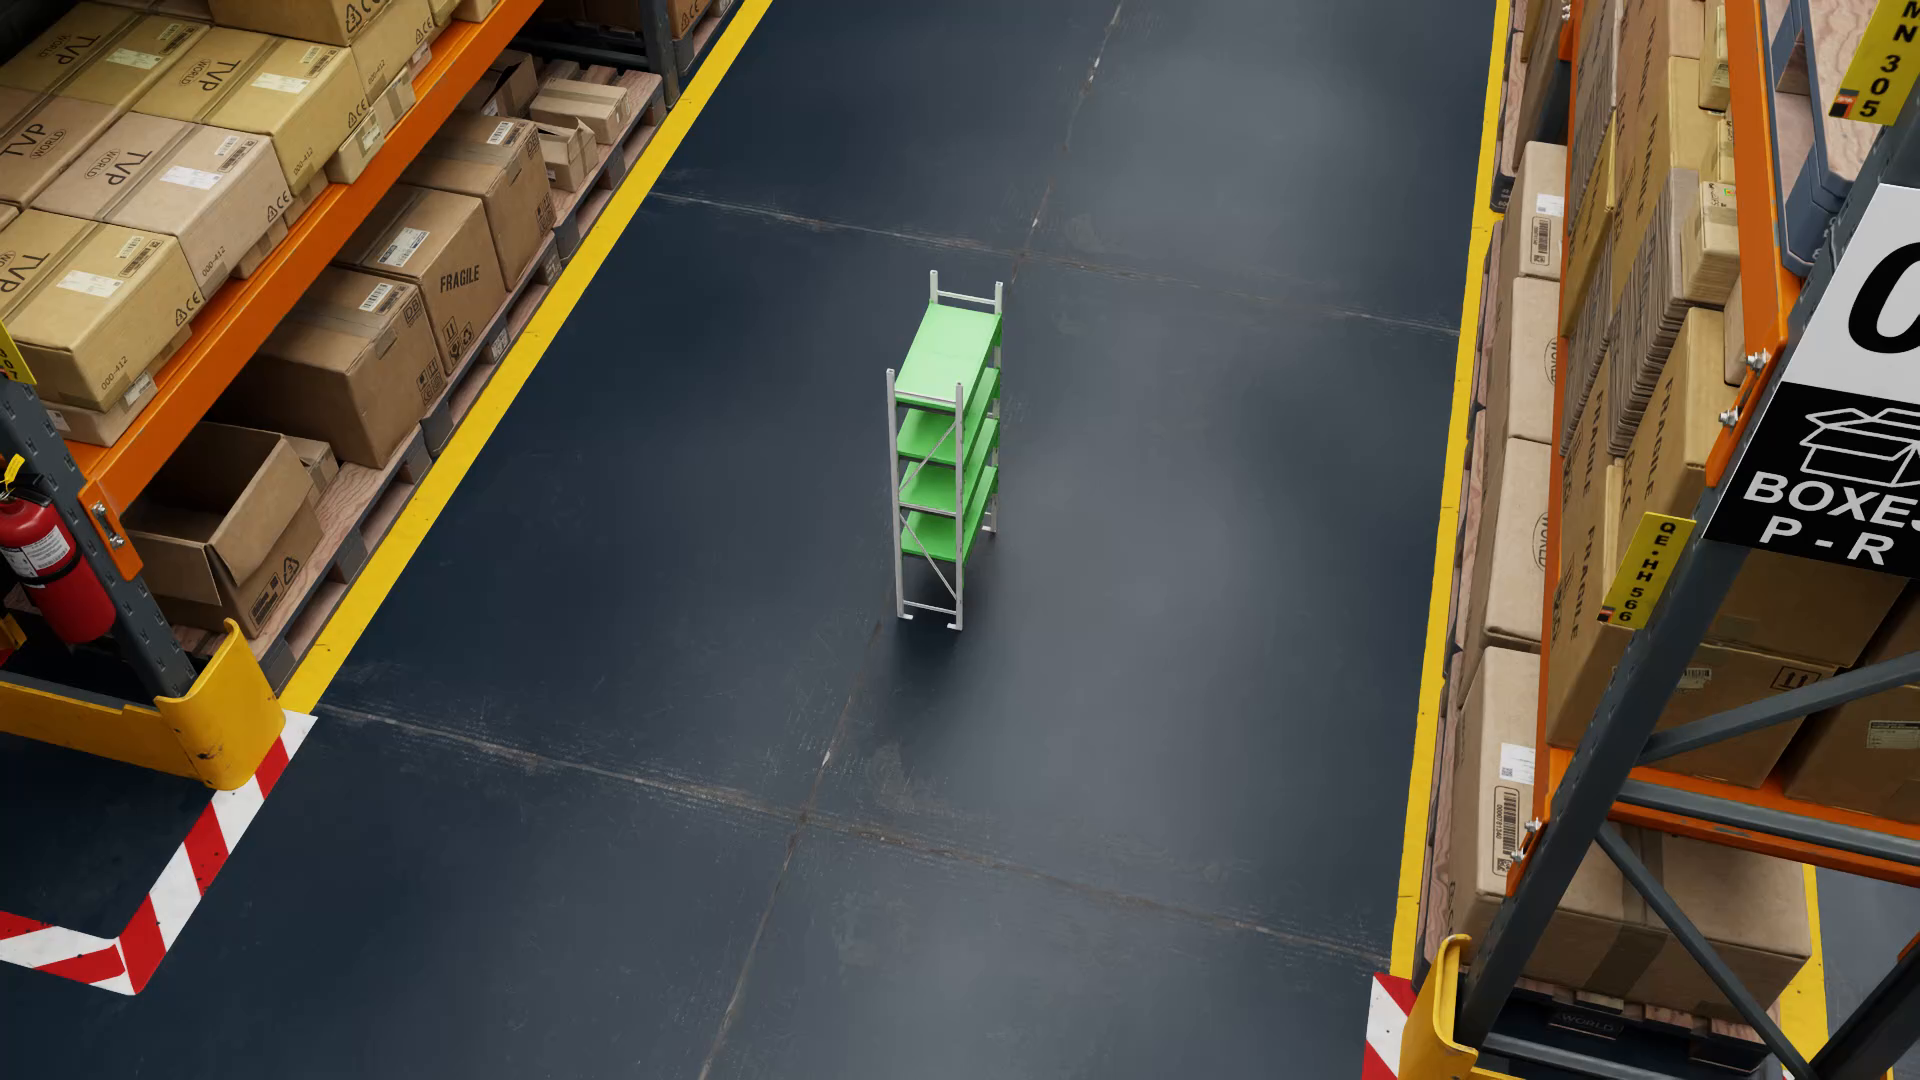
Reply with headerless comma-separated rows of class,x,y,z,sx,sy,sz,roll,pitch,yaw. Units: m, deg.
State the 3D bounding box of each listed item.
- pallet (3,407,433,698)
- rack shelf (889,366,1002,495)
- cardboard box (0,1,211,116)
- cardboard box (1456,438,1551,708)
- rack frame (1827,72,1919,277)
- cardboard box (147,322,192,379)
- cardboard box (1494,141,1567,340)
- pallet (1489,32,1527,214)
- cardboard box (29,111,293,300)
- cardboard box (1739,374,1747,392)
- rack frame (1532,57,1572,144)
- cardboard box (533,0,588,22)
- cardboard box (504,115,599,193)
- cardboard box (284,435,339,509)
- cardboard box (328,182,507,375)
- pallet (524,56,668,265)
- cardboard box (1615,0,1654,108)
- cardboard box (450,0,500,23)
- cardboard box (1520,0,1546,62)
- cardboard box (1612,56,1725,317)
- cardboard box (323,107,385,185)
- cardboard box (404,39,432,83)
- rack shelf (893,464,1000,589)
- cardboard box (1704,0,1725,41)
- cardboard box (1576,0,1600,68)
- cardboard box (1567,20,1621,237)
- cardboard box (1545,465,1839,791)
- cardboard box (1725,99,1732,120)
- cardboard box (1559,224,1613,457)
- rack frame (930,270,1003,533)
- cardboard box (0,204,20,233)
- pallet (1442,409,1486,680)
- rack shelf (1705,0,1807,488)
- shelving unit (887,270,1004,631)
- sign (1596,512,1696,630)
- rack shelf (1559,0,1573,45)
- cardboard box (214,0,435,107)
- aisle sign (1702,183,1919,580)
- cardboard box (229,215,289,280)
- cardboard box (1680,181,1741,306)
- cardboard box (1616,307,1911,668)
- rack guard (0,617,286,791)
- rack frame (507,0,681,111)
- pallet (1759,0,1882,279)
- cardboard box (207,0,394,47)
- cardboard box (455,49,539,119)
pallet,-2.695,-0.042,6.147,1.003,0.211,1.213,12,50,10
rack shelf,-0.044,-0.394,5.562,0.258,0.148,0.480,12,50,10
cardboard box,-2.787,-1.497,5.472,0.500,0.250,0.500,13,50,11
cardboard box,2.176,0.192,5.509,0.875,0.438,0.875,13,50,11
rack frame,1.866,-1.342,1.432,1.000,3.000,0.127,12,50,10
cardboard box,-2.550,-0.627,4.970,0.380,0.149,0.250,13,50,11
cardboard box,2.650,-1.108,6.656,0.875,0.438,0.875,11,49,9
pallet,3.049,-1.900,7.786,1.003,0.211,1.213,12,50,10
cardboard box,-2.412,-1.022,5.053,0.500,0.250,0.500,12,50,10
cardboard box,1.767,-0.234,3.290,0.380,0.149,0.250,12,50,11
rack frame,2.918,-2.250,6.235,1.000,3.000,0.127,12,50,10
cardboard box,-2.027,-2.952,8.242,0.500,0.500,0.500,11,50,10
cardboard box,-1.828,-1.742,7.330,0.396,0.266,0.258,13,50,11
cardboard box,-2.522,-0.252,6.093,0.380,0.149,0.250,10,49,9
cardboard box,-2.173,-1.042,6.556,0.500,0.500,0.500,12,50,11
pallet,-2.053,-1.807,7.704,1.003,0.211,1.213,12,50,10
cardboard box,2.275,-1.585,4.914,0.500,0.500,0.500,12,50,11
cardboard box,-1.939,-2.103,6.273,0.380,0.149,0.250,11,49,9
cardboard box,3.235,-2.805,7.862,0.875,0.875,0.875,13,50,11
cardboard box,2.005,-0.857,4.272,0.500,0.500,0.500,11,50,10
cardboard box,-2.186,-1.356,5.614,0.380,0.149,0.250,10,49,9
cardboard box,-2.135,-1.750,5.962,0.380,0.149,0.250,11,50,10
rack shelf,-0.044,-0.076,5.922,0.258,0.148,0.480,12,50,10
cardboard box,2.137,-1.354,4.278,0.380,0.149,0.250,13,50,11
cardboard box,2.542,-1.995,5.944,0.500,0.500,0.500,13,50,11
cardboard box,2.269,-1.273,5.307,0.500,0.500,0.500,12,50,10
cardboard box,1.737,0.209,3.998,0.500,0.500,0.500,12,50,10
cardboard box,2.040,-0.975,3.944,0.380,0.149,0.250,11,50,10
cardboard box,2.010,-0.525,4.646,0.500,0.500,0.500,13,50,11
rack frame,0.021,-0.454,5.850,0.240,1.200,0.015,12,50,10
cardboard box,-3.059,-0.767,4.828,0.500,0.250,0.500,13,50,11
pallet,2.324,0.093,6.027,1.003,0.211,1.213,12,50,10
rack shelf,2.392,-1.558,4.103,1.077,0.370,4.000,12,50,10
shelving unit,-0.044,-0.277,5.694,0.258,1.200,0.503,12,50,10
sign,1.346,0.065,3.262,0.100,0.325,0.005,12,50,10
rack shelf,3.445,-3.458,7.781,1.077,0.370,4.000,12,50,10
cardboard box,-2.168,-1.763,5.707,0.500,0.250,0.500,10,49,9
aisle sign,1.548,-0.226,2.715,0.394,0.787,0.004,12,50,10
cardboard box,-2.389,-0.995,5.295,0.380,0.149,0.250,13,50,11
cardboard box,1.797,-0.626,3.636,0.380,0.149,0.250,11,50,10
cardboard box,1.763,-0.116,3.618,0.500,0.500,0.500,13,50,11
rack guard,-2.904,0.439,5.529,1.175,0.500,0.348,12,50,10
rack frame,-1.871,-3.227,7.097,1.000,3.000,0.127,12,50,10
pallet,2.051,-0.858,3.065,1.003,0.211,1.213,12,50,10
cardboard box,-2.150,-1.990,5.407,0.500,0.500,0.500,13,50,11
cardboard box,-2.273,-2.045,7.567,0.500,0.311,0.500,13,50,11
